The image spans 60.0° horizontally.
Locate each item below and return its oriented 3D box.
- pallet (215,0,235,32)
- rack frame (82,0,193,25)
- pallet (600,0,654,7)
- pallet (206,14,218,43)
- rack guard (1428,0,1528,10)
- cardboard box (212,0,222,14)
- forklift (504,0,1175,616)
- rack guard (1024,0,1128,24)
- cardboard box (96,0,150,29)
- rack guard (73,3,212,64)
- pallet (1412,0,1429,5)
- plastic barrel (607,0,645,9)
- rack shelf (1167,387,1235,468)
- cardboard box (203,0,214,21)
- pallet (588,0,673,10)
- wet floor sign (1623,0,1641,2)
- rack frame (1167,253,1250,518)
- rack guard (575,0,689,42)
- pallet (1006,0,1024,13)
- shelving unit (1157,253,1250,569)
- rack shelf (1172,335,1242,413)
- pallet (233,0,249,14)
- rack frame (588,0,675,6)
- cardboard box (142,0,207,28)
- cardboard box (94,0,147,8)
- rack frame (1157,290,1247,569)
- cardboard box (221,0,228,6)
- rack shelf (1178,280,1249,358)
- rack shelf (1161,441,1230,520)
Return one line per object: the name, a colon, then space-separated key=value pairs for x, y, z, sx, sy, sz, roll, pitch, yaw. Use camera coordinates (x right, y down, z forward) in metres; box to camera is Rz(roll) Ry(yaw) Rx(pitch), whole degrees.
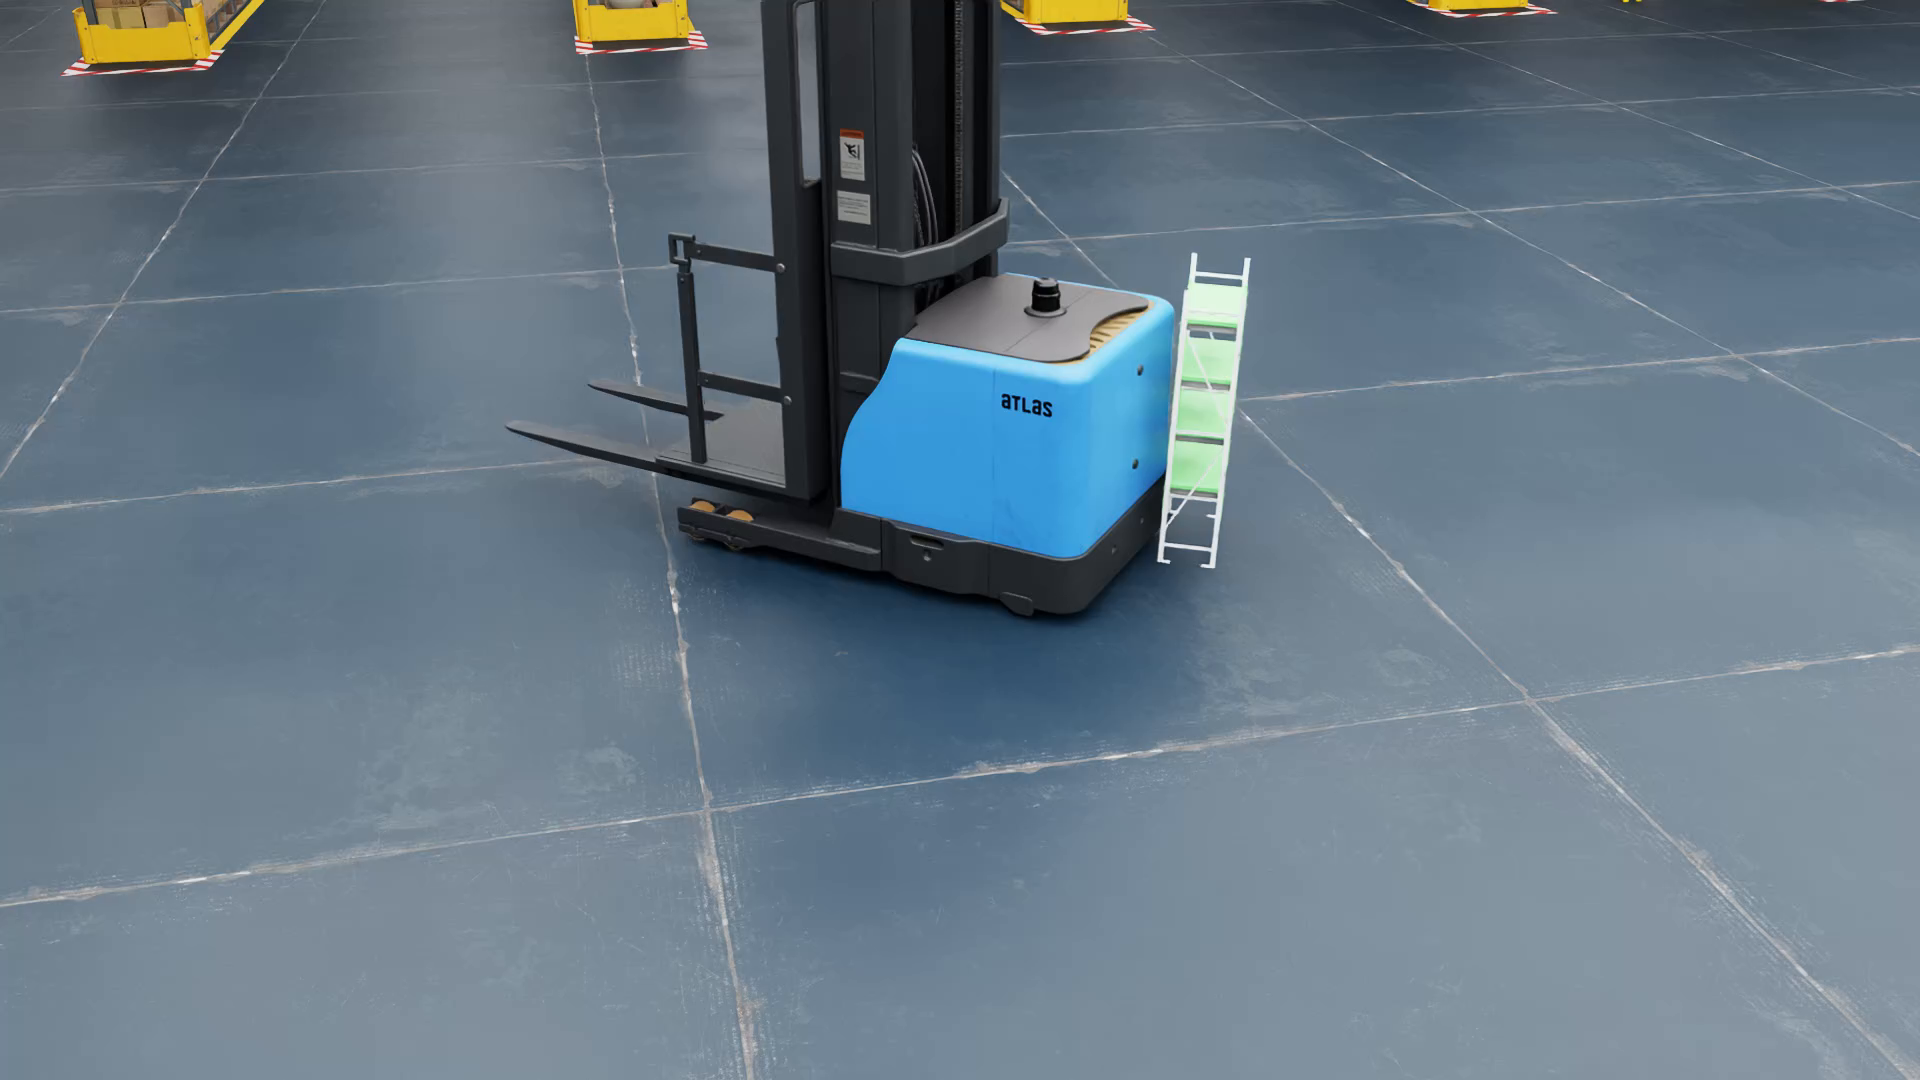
pallet: x=-8.795 y=-5.904 z=18.713 sx=1.003 sy=0.211 sz=1.213 roll=-6 pitch=27 yaw=-12
rack frame: x=-8.310 y=-6.283 z=16.369 sx=1.000 sy=3.000 sz=0.127 roll=-6 pitch=27 yaw=-12
pallet: x=-3.996 y=-6.460 z=19.814 sx=1.003 sy=0.211 sz=1.213 roll=-6 pitch=27 yaw=-12
pallet: x=-8.523 y=-5.369 z=17.654 sx=1.003 sy=0.211 sz=1.213 roll=-6 pitch=27 yaw=-12
rack guard: x=6.203 y=-6.620 z=19.811 sx=1.175 sy=0.500 sz=0.348 roll=-6 pitch=27 yaw=-12
cardboard box: x=-8.443 y=-5.939 z=18.274 sx=0.500 sy=0.250 sz=0.500 roll=-6 pitch=27 yaw=-12
forklift: x=-0.649 y=-1.463 z=6.895 sx=3.031 sy=2.935 sz=1.130 roll=13 pitch=30 yaw=24
rack guard: x=1.325 y=-6.205 z=18.988 sx=1.175 sy=0.500 sz=0.348 roll=-6 pitch=27 yaw=-12
cardboard box: x=-8.719 y=-5.448 z=17.301 sx=0.500 sy=0.250 sz=0.500 roll=-6 pitch=27 yaw=-12
rack guard: x=-8.305 y=-5.156 z=16.911 sx=1.175 sy=0.500 sz=0.348 roll=-6 pitch=27 yaw=-12
pallet: x=5.941 y=-6.845 z=20.577 sx=1.003 sy=0.211 sz=1.213 roll=-6 pitch=27 yaw=-12
plastic barrel: x=-3.706 y=-6.142 z=18.385 sx=0.421 sy=0.512 sz=0.421 roll=0 pitch=27 yaw=0
rack shelf: x=1.018 y=-0.481 z=7.002 sx=0.258 sy=0.148 sz=0.480 roll=7 pitch=27 yaw=8
cardboard box: x=-8.330 y=-5.720 z=17.839 sx=0.500 sy=0.250 sz=0.500 roll=-6 pitch=27 yaw=-12
pallet: x=-3.724 y=-5.925 z=18.755 sx=1.003 sy=0.211 sz=1.213 roll=-6 pitch=27 yaw=-12
wet floor sign: x=8.133 y=-6.884 z=20.172 sx=0.267 sy=0.644 sz=0.232 roll=-11 pitch=29 yaw=-20
rack frame: x=1.065 y=-0.646 z=7.187 sx=0.240 sy=1.200 sz=0.015 roll=7 pitch=27 yaw=8
rack guard: x=-3.546 y=-5.697 z=17.982 sx=1.175 sy=0.500 sz=0.348 roll=-6 pitch=27 yaw=-12
pallet: x=1.177 y=-6.436 z=19.767 sx=1.003 sy=0.211 sz=1.213 roll=-6 pitch=27 yaw=-12
shelving unit: x=1.021 y=-0.537 z=6.973 sx=0.258 sy=1.200 sz=0.503 roll=7 pitch=27 yaw=8
rack shelf: x=1.027 y=-0.694 z=6.892 sx=0.258 sy=0.148 sz=0.480 roll=7 pitch=27 yaw=8
pallet: x=-9.073 y=-6.441 z=19.776 sx=1.003 sy=0.211 sz=1.213 roll=-6 pitch=27 yaw=-12
rack frame: x=-3.483 y=-6.784 z=17.362 sx=1.000 sy=3.000 sz=0.127 roll=-6 pitch=27 yaw=-12
cardboard box: x=-8.214 y=-5.501 z=17.405 sx=0.500 sy=0.250 sz=0.500 roll=-6 pitch=27 yaw=-12
cardboard box: x=-8.721 y=-5.783 z=17.131 sx=0.500 sy=0.500 sz=0.500 roll=-6 pitch=27 yaw=-12
rack frame: x=0.976 y=-0.429 z=6.759 sx=0.240 sy=1.200 sz=0.015 roll=7 pitch=27 yaw=8
cardboard box: x=-8.551 y=-6.159 z=18.710 sx=0.500 sy=0.250 sz=0.500 roll=-6 pitch=27 yaw=-12
rack shelf: x=1.035 y=-0.907 z=6.783 sx=0.258 sy=0.148 sz=0.480 roll=7 pitch=27 yaw=8
rack shelf: x=1.010 y=-0.267 z=7.112 sx=0.258 sy=0.148 sz=0.480 roll=7 pitch=27 yaw=8
